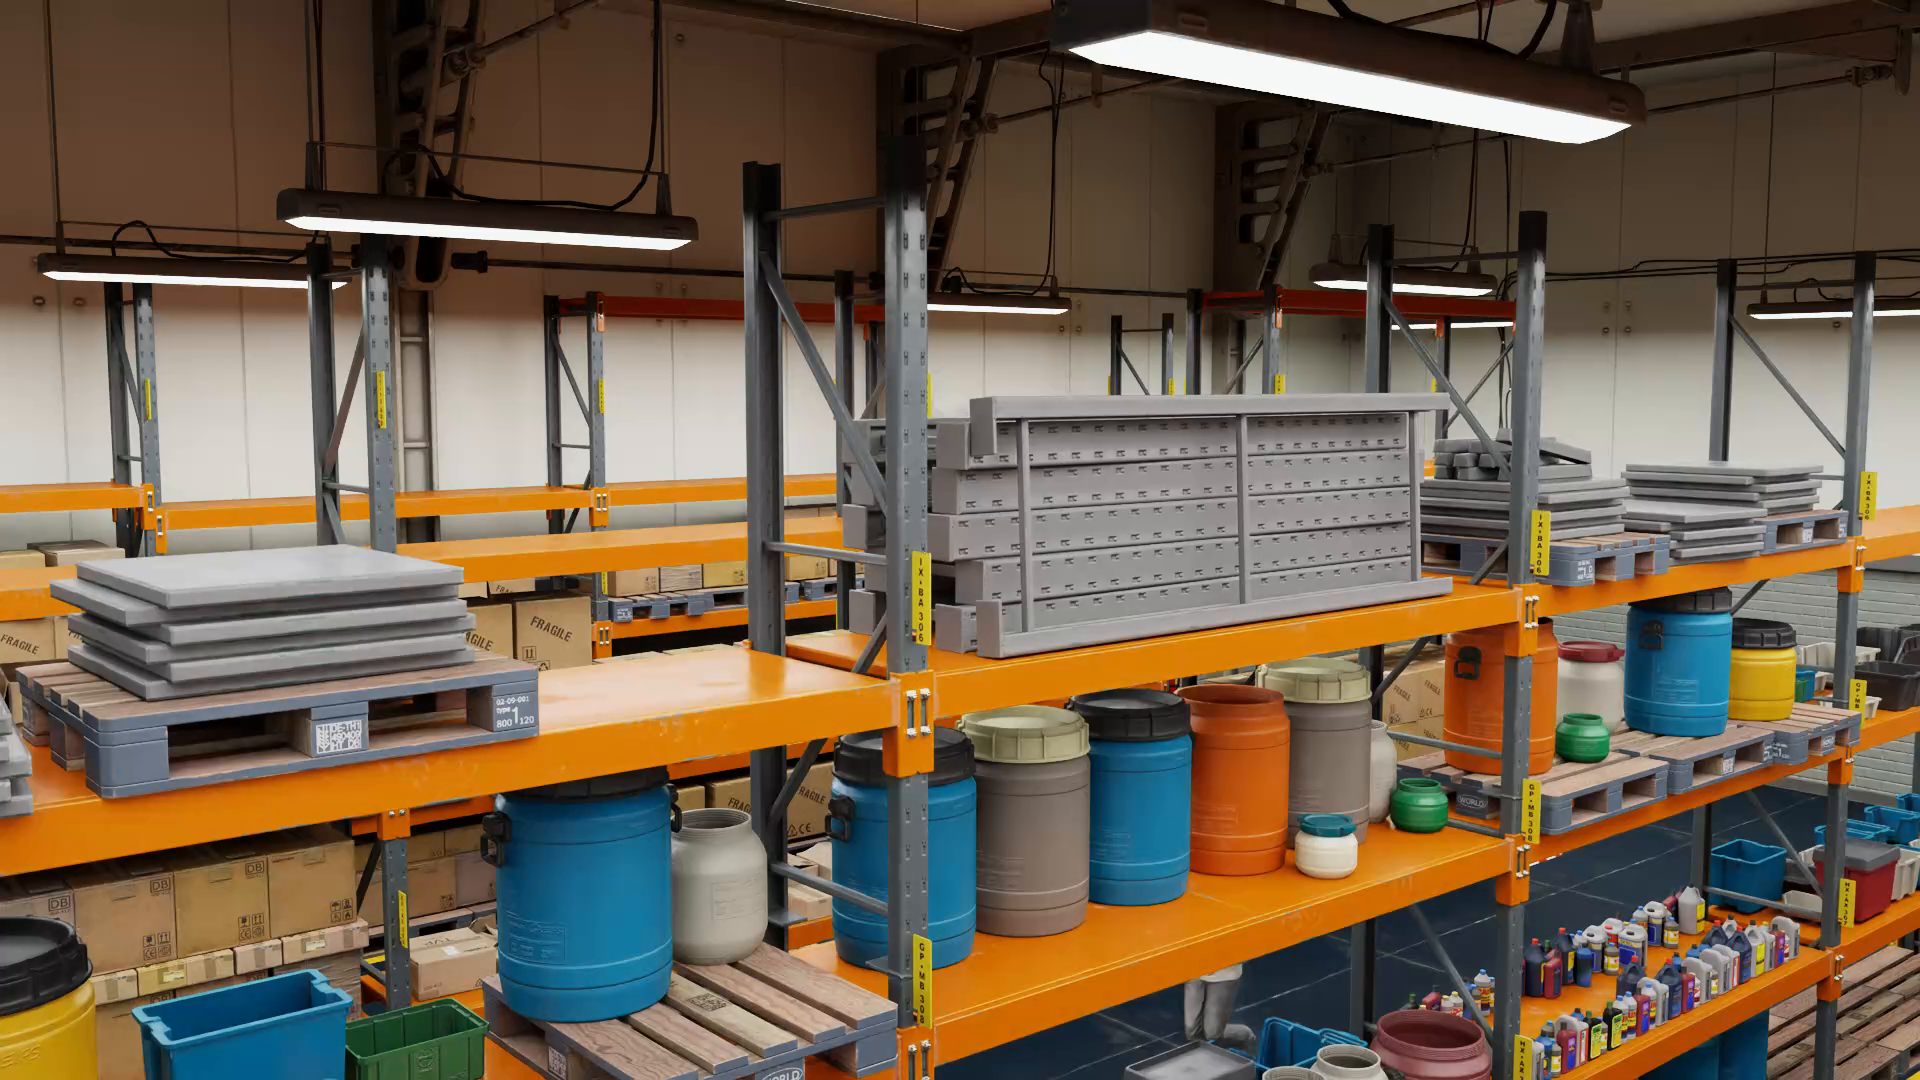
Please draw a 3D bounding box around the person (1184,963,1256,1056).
[{"bbox_3d":[1.866,3.138,12.138,0.639,1.730,0.652,-5,7,-41],"label":"person"}]
